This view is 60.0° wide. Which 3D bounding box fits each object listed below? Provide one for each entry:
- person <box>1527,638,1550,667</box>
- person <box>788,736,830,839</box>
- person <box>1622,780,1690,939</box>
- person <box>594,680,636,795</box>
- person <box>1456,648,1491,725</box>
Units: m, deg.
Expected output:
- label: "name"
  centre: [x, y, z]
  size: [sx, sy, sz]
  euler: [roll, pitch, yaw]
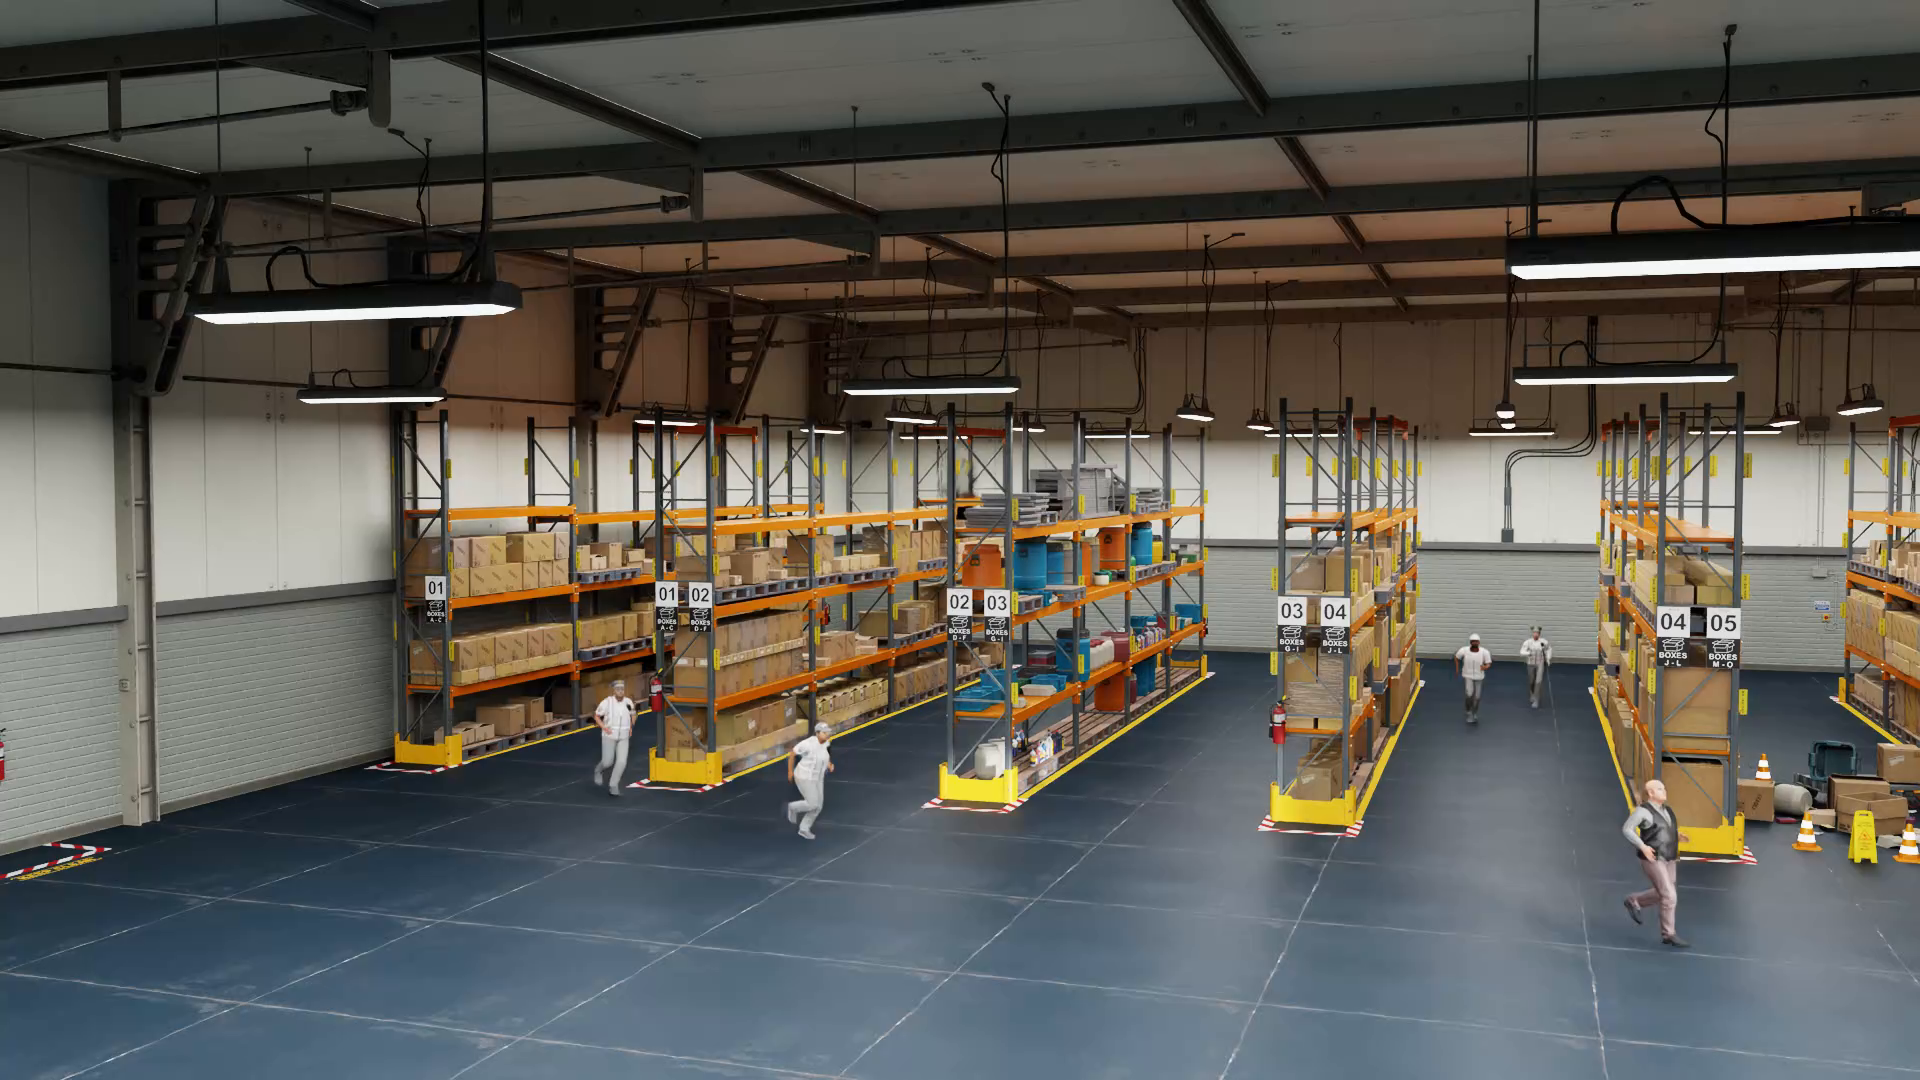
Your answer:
- label: "person"
  centre: [12.088, 2.365, 34.776]
  size: [0.457, 0.605, 0.520]
  euler: [1, 3, 22]
- label: "person"
  centre: [-2.056, 3.345, 22.598]
  size: [0.559, 1.418, 0.564]
  euler: [2, 3, 32]
- label: "person"
  centre: [7.361, 3.365, 17.662]
  size: [0.664, 1.639, 0.750]
  euler: [-2, 3, -32]
- label: "person"
  centre: [-5.334, 3.031, 25.788]
  size: [0.686, 1.756, 0.743]
  euler: [-1, 3, -29]
- label: "person"
  centre: [10.087, 2.864, 32.667]
  size: [0.641, 1.508, 0.694]
  euler: [0, 2, 9]
